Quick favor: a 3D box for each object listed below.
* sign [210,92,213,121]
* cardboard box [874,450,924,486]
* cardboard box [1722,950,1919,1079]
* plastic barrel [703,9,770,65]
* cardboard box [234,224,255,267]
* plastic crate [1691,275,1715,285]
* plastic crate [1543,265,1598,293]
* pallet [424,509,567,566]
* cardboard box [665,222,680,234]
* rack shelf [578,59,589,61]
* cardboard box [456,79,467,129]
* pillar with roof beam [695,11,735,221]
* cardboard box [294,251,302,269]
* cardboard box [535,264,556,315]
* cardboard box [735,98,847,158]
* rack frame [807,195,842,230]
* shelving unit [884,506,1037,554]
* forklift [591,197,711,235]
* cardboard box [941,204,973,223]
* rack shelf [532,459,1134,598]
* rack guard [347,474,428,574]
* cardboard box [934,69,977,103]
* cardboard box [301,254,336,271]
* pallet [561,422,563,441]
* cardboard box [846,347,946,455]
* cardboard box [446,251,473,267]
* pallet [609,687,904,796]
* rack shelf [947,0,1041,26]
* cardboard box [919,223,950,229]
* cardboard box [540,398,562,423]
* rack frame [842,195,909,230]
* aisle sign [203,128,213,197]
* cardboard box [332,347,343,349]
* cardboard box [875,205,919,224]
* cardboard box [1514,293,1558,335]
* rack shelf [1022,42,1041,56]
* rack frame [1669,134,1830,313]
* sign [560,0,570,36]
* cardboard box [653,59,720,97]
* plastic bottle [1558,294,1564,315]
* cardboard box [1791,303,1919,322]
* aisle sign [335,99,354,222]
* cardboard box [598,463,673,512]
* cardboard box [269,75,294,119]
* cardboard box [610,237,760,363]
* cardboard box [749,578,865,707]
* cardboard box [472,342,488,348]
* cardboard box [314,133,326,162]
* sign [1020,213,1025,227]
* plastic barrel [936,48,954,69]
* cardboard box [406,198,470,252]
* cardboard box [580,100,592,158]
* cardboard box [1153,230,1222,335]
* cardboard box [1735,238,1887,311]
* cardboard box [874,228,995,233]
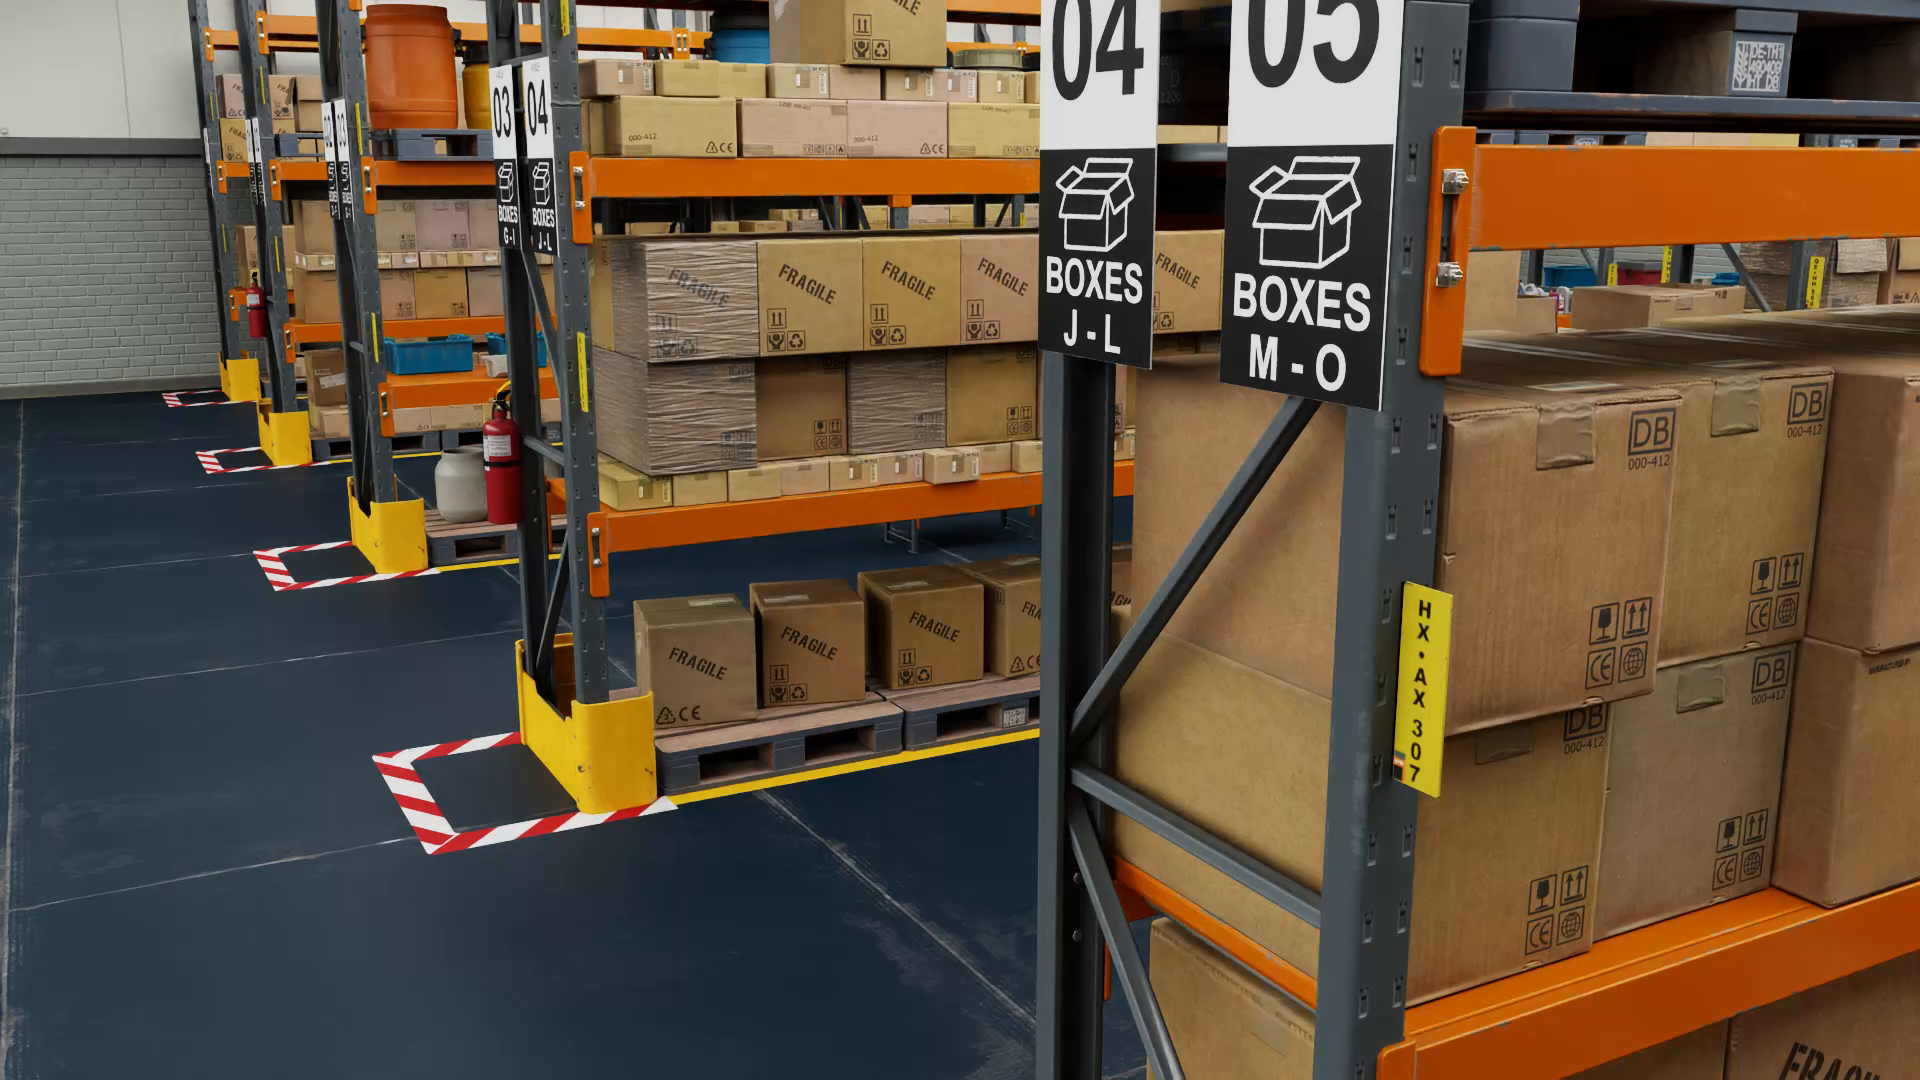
[{"bbox_3d":[-8.689,-5.029,19.302,0.005,0.325,0.100,-7,14,-28],"label":"sign"},{"bbox_3d":[-0.370,-0.375,8.014,0.250,0.149,0.380,-7,14,-28],"label":"cardboard box"},{"bbox_3d":[1.794,1.241,4.146,0.875,0.875,0.875,-7,15,-29],"label":"cardboard box"},{"bbox_3d":[-1.616,-3.584,12.774,0.708,0.901,0.600,-7,14,-28],"label":"plastic barrel"},{"bbox_3d":[-8.637,-3.637,20.526,0.500,0.500,0.500,-7,14,-28],"label":"cardboard box"},{"bbox_3d":[7.759,-2.694,17.880,0.530,0.282,0.437,-7,14,-28],"label":"plastic crate"},{"bbox_3d":[6.577,-2.734,17.823,0.575,0.384,0.392,-7,14,-28],"label":"plastic crate"},{"bbox_3d":[-3.442,-0.076,12.466,1.213,0.211,1.003,-7,14,-28],"label":"pallet"},{"bbox_3d":[-3.918,-4.108,22.801,0.500,0.500,0.700,-5,14,-20],"label":"cardboard box"},{"bbox_3d":[-3.682,-6.256,22.461,4.000,0.370,1.077,-7,14,-28],"label":"rack shelf"},{"bbox_3d":[-4.983,-4.197,16.092,0.500,0.500,0.500,-7,14,-28],"label":"cardboard box"},{"bbox_3d":[-1.420,-6.213,19.720,0.400,9.000,9.100,-7,14,-28],"label":"pillar with roof beam"},{"bbox_3d":[-6.328,-2.732,16.211,0.250,0.149,0.380,-7,15,-29],"label":"cardboard box"},{"bbox_3d":[-4.350,-2.603,17.115,0.500,0.500,0.700,-7,14,-27],"label":"cardboard box"},{"bbox_3d":[-0.832,-1.827,7.405,0.500,0.250,0.500,-7,15,-29],"label":"cardboard box"},{"bbox_3d":[-1.927,-4.086,23.932,0.127,3.000,1.000,-7,14,-28],"label":"rack frame"},{"bbox_3d":[0.006,-0.549,12.489,1.048,1.125,0.538,-7,14,-28],"label":"shelving unit"},{"bbox_3d":[-2.835,-2.069,15.129,1.130,2.935,3.031,-4,13,-19],"label":"forklift"},{"bbox_3d":[-0.051,-4.818,24.528,0.500,0.250,0.500,-7,15,-29],"label":"cardboard box"},{"bbox_3d":[-0.073,-0.240,8.481,4.000,0.370,1.077,-7,14,-28],"label":"rack shelf"},{"bbox_3d":[-4.158,-0.132,12.059,0.348,0.500,1.175,-7,14,-28],"label":"rack guard"},{"bbox_3d":[-0.122,-2.115,7.777,0.250,0.149,0.380,-7,14,-28],"label":"cardboard box"},{"bbox_3d":[-6.124,-2.655,15.869,0.250,0.149,0.380,-7,14,-28],"label":"cardboard box"},{"bbox_3d":[-3.779,-1.275,17.792,1.213,0.211,1.003,-7,14,-28],"label":"pallet"},{"bbox_3d":[-0.492,-0.747,8.190,0.500,0.500,0.875,-7,14,-28],"label":"cardboard box"},{"bbox_3d":[-4.995,-2.791,16.472,0.250,0.149,0.380,-7,14,-29],"label":"cardboard box"},{"bbox_3d":[-1.032,0.893,8.158,1.213,0.211,1.003,-7,14,-28],"label":"pallet"},{"bbox_3d":[1.065,-4.347,13.977,4.000,0.370,1.077,-7,14,-28],"label":"rack shelf"},{"bbox_3d":[-0.478,-4.396,24.362,0.500,0.500,0.500,-7,14,-28],"label":"cardboard box"},{"bbox_3d":[-4.239,-1.377,17.202,0.500,0.250,0.500,-7,14,-28],"label":"cardboard box"},{"bbox_3d":[-0.691,-1.756,13.578,0.127,3.000,1.000,-7,14,-28],"label":"rack frame"},{"bbox_3d":[-8.868,-4.447,19.616,0.004,0.787,0.394,-7,14,-28],"label":"aisle sign"},{"bbox_3d":[-7.798,-2.262,20.952,0.500,0.311,0.500,-6,14,-23],"label":"cardboard box"},{"bbox_3d":[-0.934,-4.710,24.047,0.500,0.250,0.500,-7,14,-29],"label":"cardboard box"},{"bbox_3d":[3.160,-1.257,10.169,0.637,0.503,0.797,-5,14,-22],"label":"cardboard box"},{"bbox_3d":[2.205,-5.723,20.091,4.000,0.370,1.077,-7,14,-28],"label":"rack shelf"},{"bbox_3d":[5.193,-1.222,11.207,0.127,3.000,1.000,-7,14,-28],"label":"rack frame"},{"bbox_3d":[-1.569,-2.166,6.577,0.005,0.325,0.100,-7,14,-28],"label":"sign"},{"bbox_3d":[-1.202,-1.958,7.080,0.250,0.149,0.380,-6,14,-27],"label":"cardboard box"},{"bbox_3d":[6.051,-2.379,16.801,0.097,0.201,0.097,0,13,0],"label":"plastic bottle"},{"bbox_3d":[2.663,-0.292,4.273,0.550,0.550,0.875,-7,14,-28],"label":"cardboard box"},{"bbox_3d":[-4.125,-2.539,11.139,0.004,0.787,0.394,-7,14,-28],"label":"aisle sign"},{"bbox_3d":[-1.464,-0.242,7.424,0.250,0.149,0.380,-7,14,-28],"label":"cardboard box"},{"bbox_3d":[-8.030,-5.291,19.903,0.500,0.500,0.500,-7,14,-29],"label":"cardboard box"},{"bbox_3d":[-1.215,-1.067,7.338,0.500,0.500,0.500,-7,14,-28],"label":"cardboard box"},{"bbox_3d":[-0.764,0.502,8.282,0.500,0.500,0.500,-3,13,-13],"label":"cardboard box"},{"bbox_3d":[-4.934,-1.793,17.343,0.500,0.500,0.500,-7,14,-28],"label":"cardboard box"},{"bbox_3d":[-7.593,-4.858,20.258,0.500,0.500,0.500,-6,14,-25],"label":"cardboard box"},{"bbox_3d":[0.719,-3.590,19.091,0.005,0.325,0.100,-7,14,-28],"label":"sign"},{"bbox_3d":[-0.349,-3.559,13.618,0.708,0.901,0.600,-7,14,-28],"label":"plastic barrel"},{"bbox_3d":[-5.209,-3.133,16.517,0.500,0.500,0.700,-7,14,-28],"label":"cardboard box"},{"bbox_3d":[-1.527,-1.870,7.597,0.500,0.250,0.500,-6,14,-27],"label":"cardboard box"},{"bbox_3d":[0.981,-1.330,8.503,0.500,0.500,0.500,-7,14,-28],"label":"cardboard box"},{"bbox_3d":[5.843,-1.834,11.414,0.637,0.503,0.797,-6,14,-26],"label":"cardboard box"},{"bbox_3d":[-0.145,-1.324,8.479,0.500,0.500,0.500,-7,14,-28],"label":"cardboard box"}]
